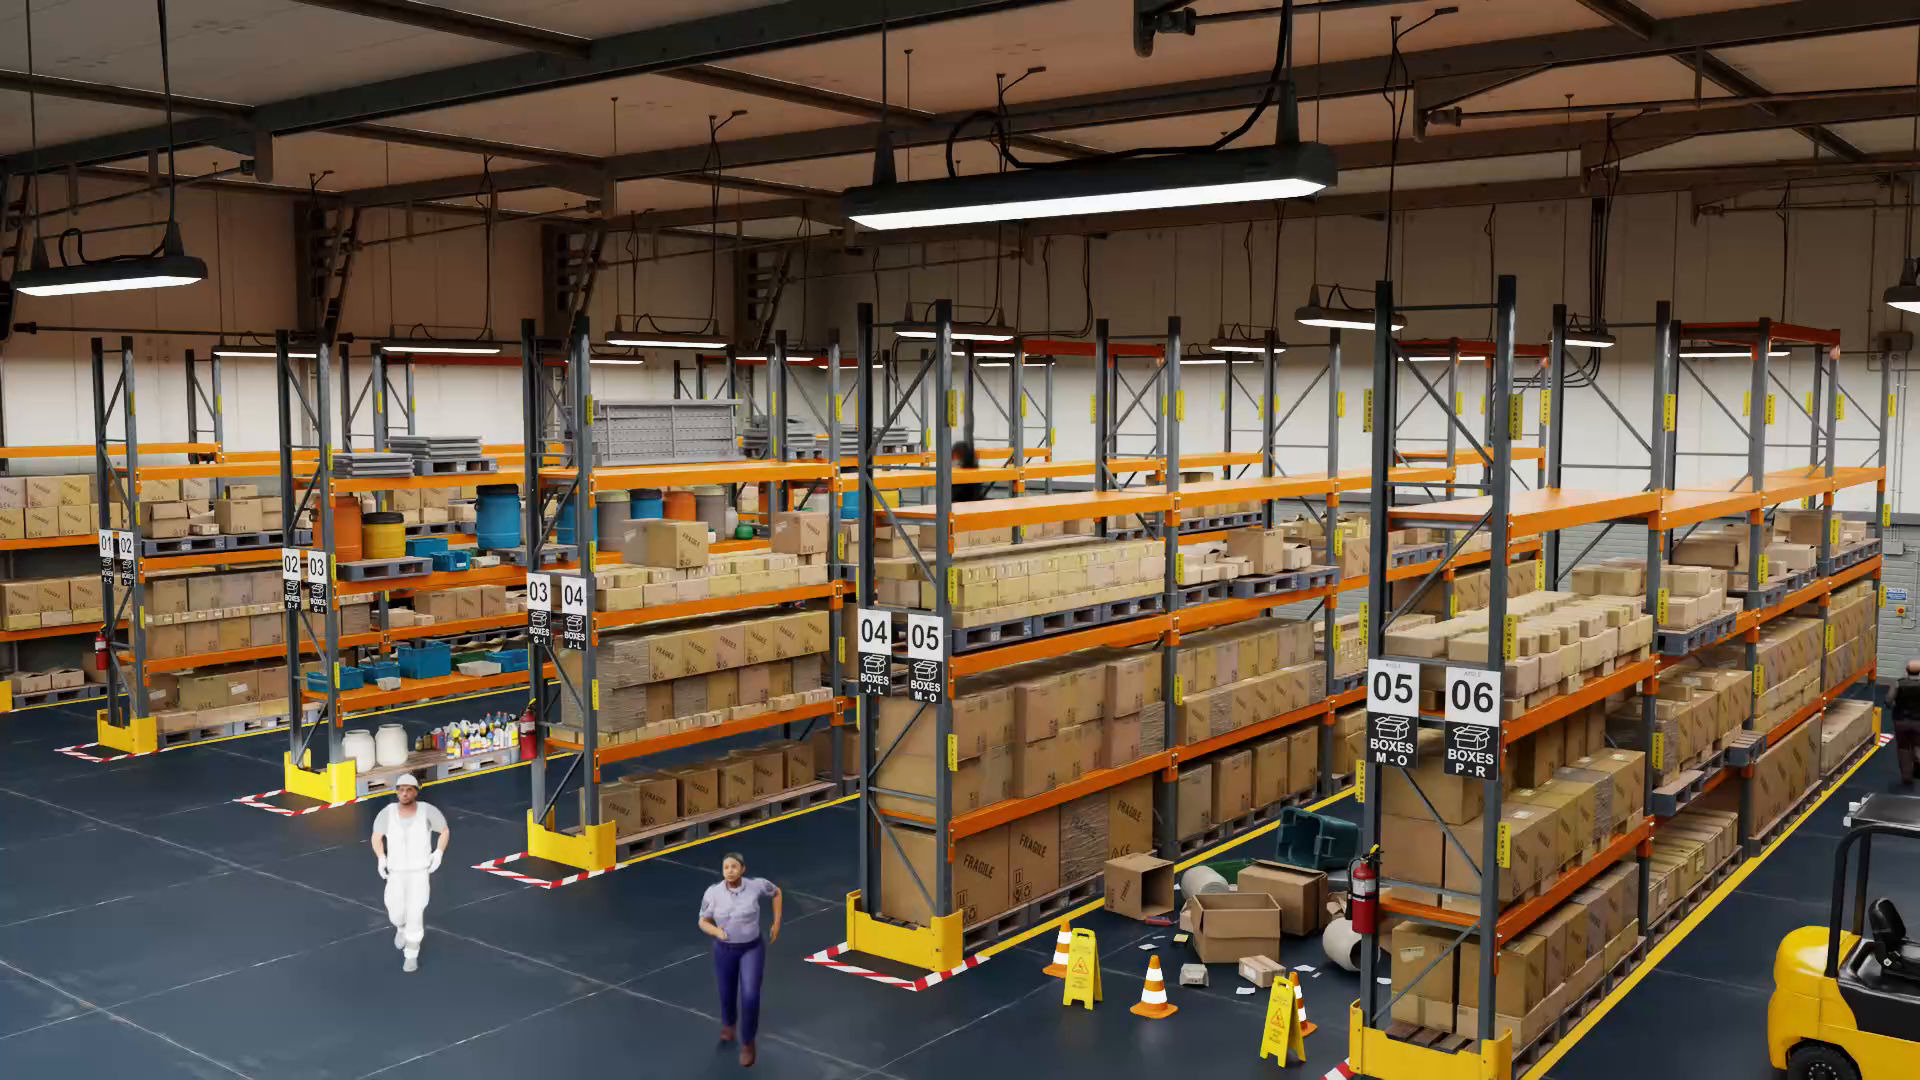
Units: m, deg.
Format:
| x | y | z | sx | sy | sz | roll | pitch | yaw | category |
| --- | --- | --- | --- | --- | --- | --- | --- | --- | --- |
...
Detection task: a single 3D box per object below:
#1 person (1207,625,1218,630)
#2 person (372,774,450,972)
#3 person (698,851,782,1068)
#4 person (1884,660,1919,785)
| x | y | z | sx | sy | sz | roll | pitch | yaw | category |
| --- | --- | --- | --- | --- | --- | --- | --- | --- | --- |
| 3.554 | 2.009 | 23.474 | 0.600 | 1.644 | 0.694 | 4 | 7 | 41 | person |
| -4.990 | 2.980 | 15.129 | 0.681 | 1.760 | 0.634 | -1 | 5 | -12 | person |
| -1.709 | 3.227 | 12.942 | 0.613 | 1.664 | 0.856 | 0 | 5 | 0 | person |
| 12.593 | 2.421 | 22.008 | 0.659 | 1.679 | 0.586 | 3 | 6 | 28 | person |
